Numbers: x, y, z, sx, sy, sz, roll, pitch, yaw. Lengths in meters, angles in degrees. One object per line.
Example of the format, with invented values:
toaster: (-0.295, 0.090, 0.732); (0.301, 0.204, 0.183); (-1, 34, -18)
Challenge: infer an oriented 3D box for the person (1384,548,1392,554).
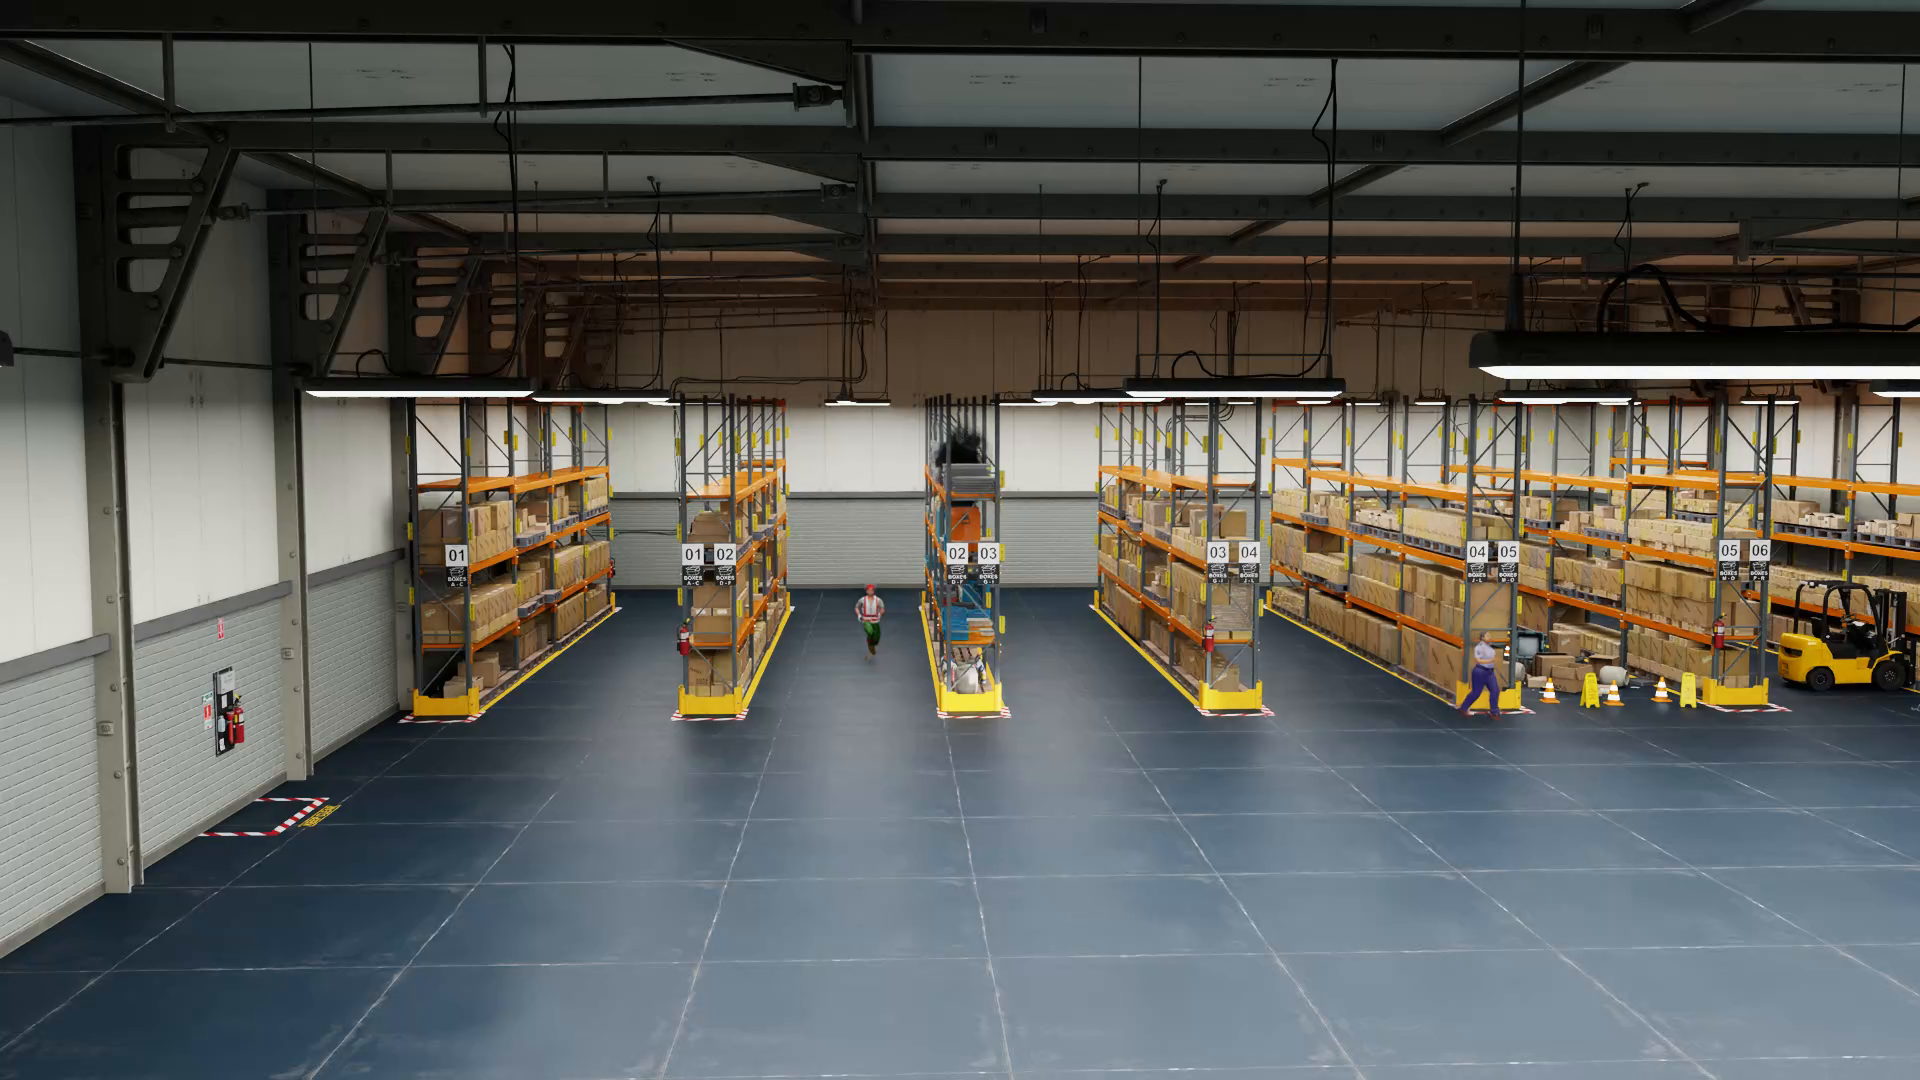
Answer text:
person: (12.591, 0.946, 49.268); (0.717, 1.748, 0.683); (0, 5, -6)

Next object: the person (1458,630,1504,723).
person: (9.554, 2.507, 30.450); (0.599, 1.707, 0.791); (-4, 6, -43)

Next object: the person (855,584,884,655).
person: (-2.031, 1.824, 37.679); (0.663, 1.652, 0.872); (-1, 5, -12)
